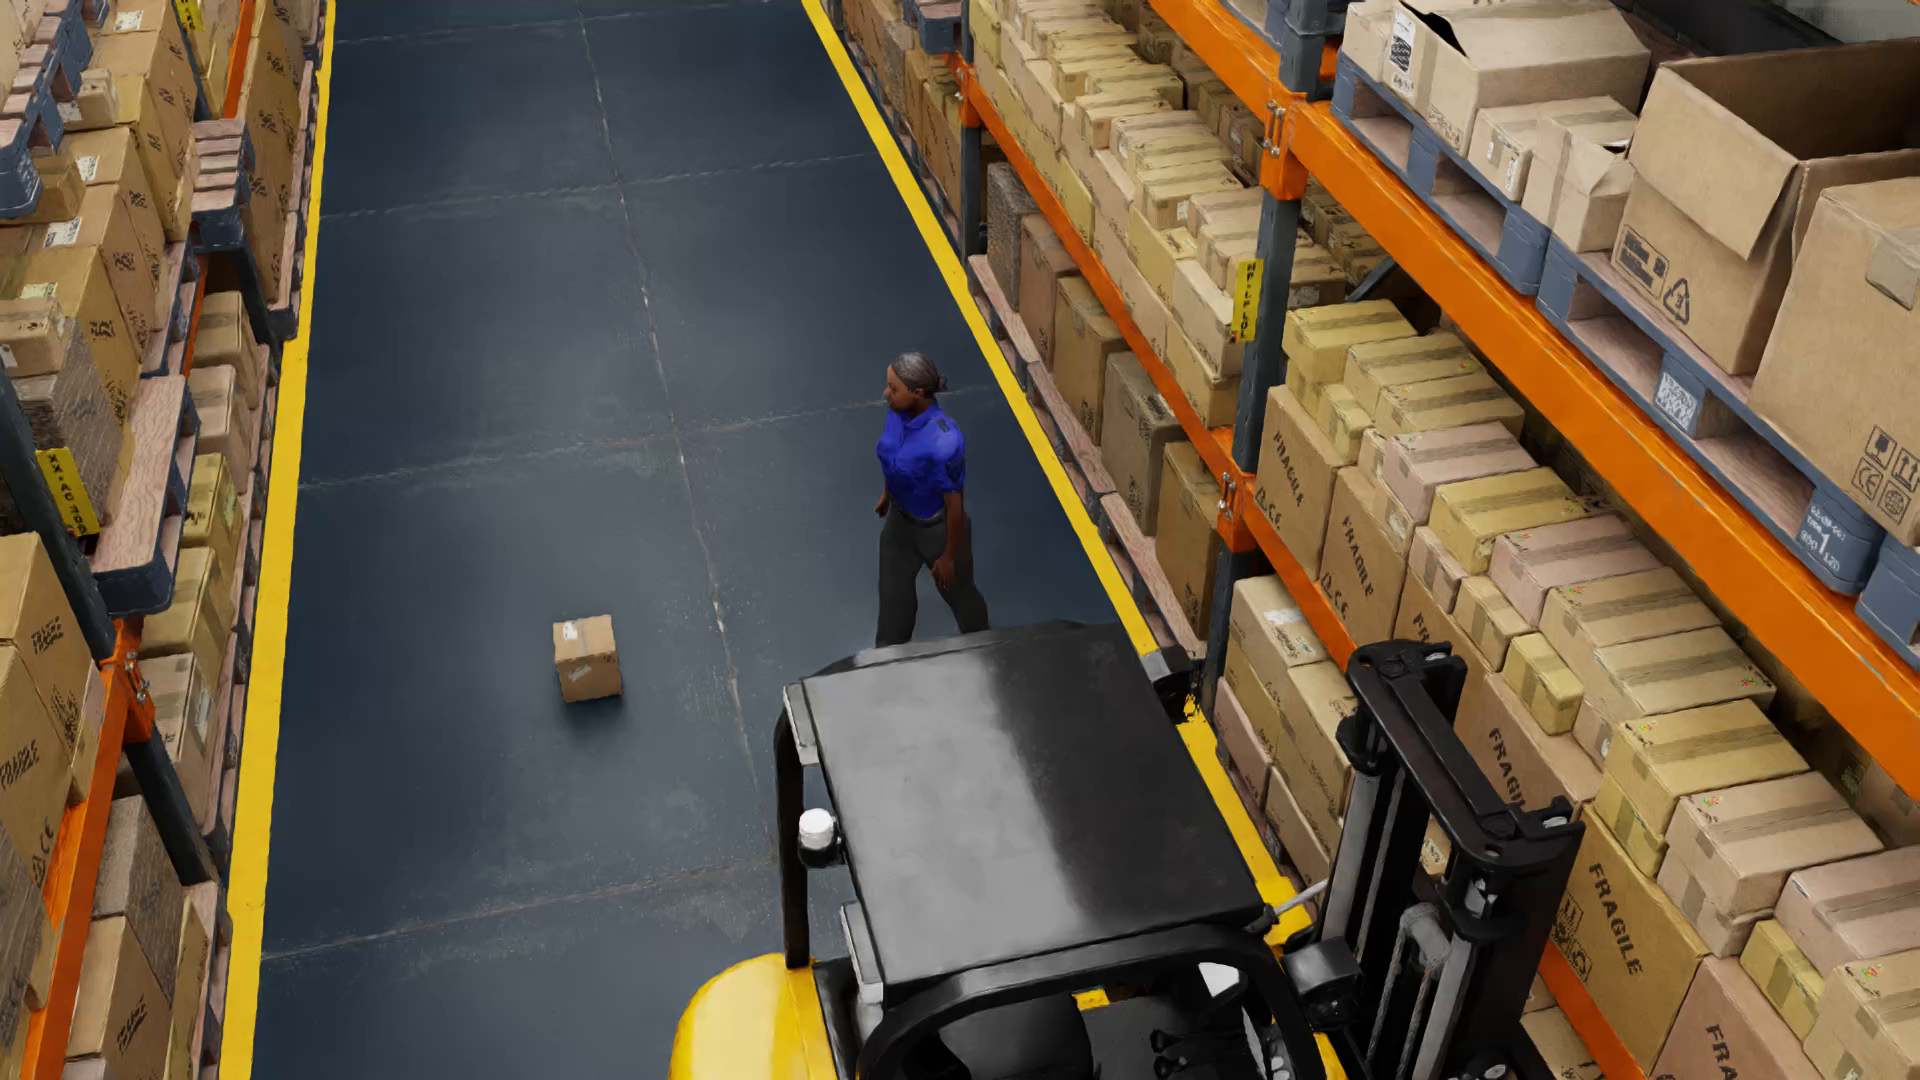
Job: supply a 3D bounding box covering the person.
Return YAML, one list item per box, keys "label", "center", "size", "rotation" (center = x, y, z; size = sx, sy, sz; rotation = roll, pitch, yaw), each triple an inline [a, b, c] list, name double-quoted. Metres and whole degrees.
- label: "person"
  center: [-0.182, -0.063, 6.780]
  size: [0.611, 1.643, 0.600]
  rotation: [-26, 45, -29]
